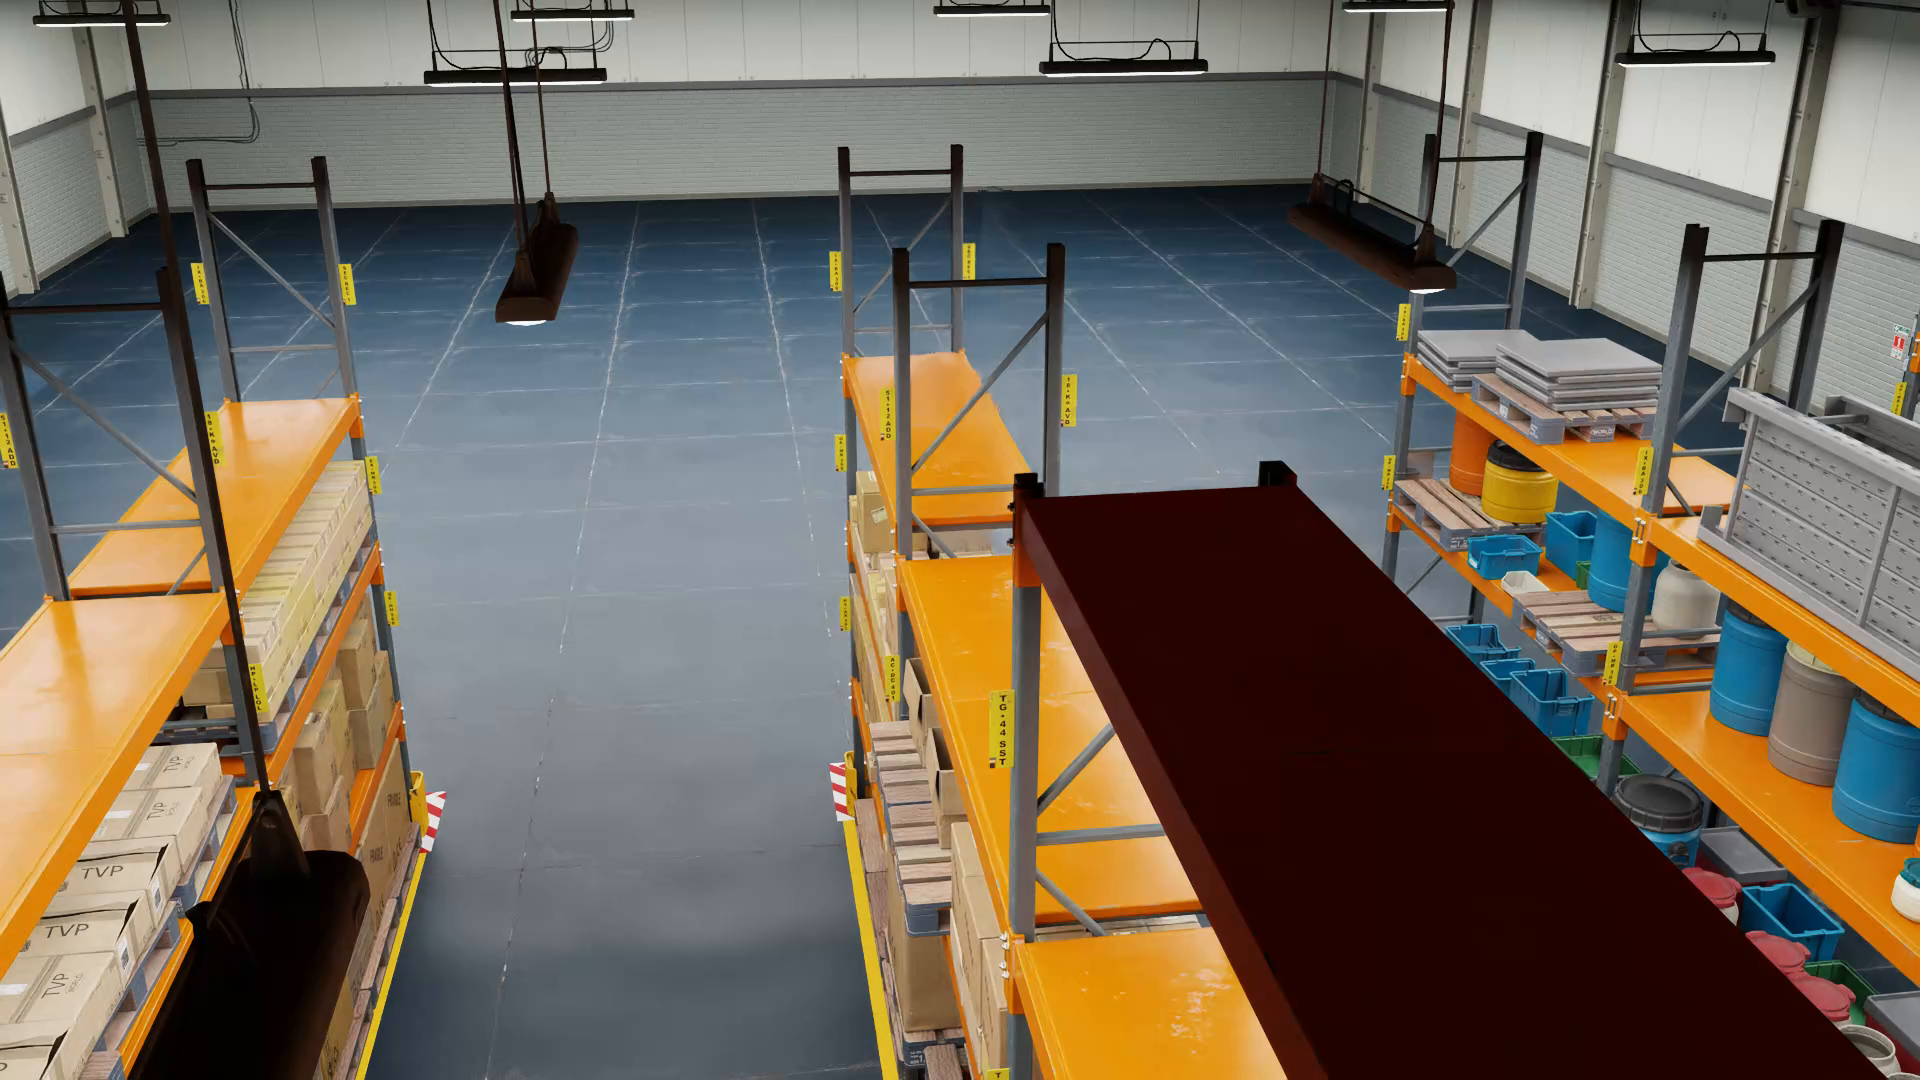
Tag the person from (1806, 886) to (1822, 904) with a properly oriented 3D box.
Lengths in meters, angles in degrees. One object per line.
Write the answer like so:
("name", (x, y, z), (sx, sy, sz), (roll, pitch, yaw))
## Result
("person", (6.814, 2.288, 13.630), (0.632, 1.670, 0.842), (-5, 22, -12))
